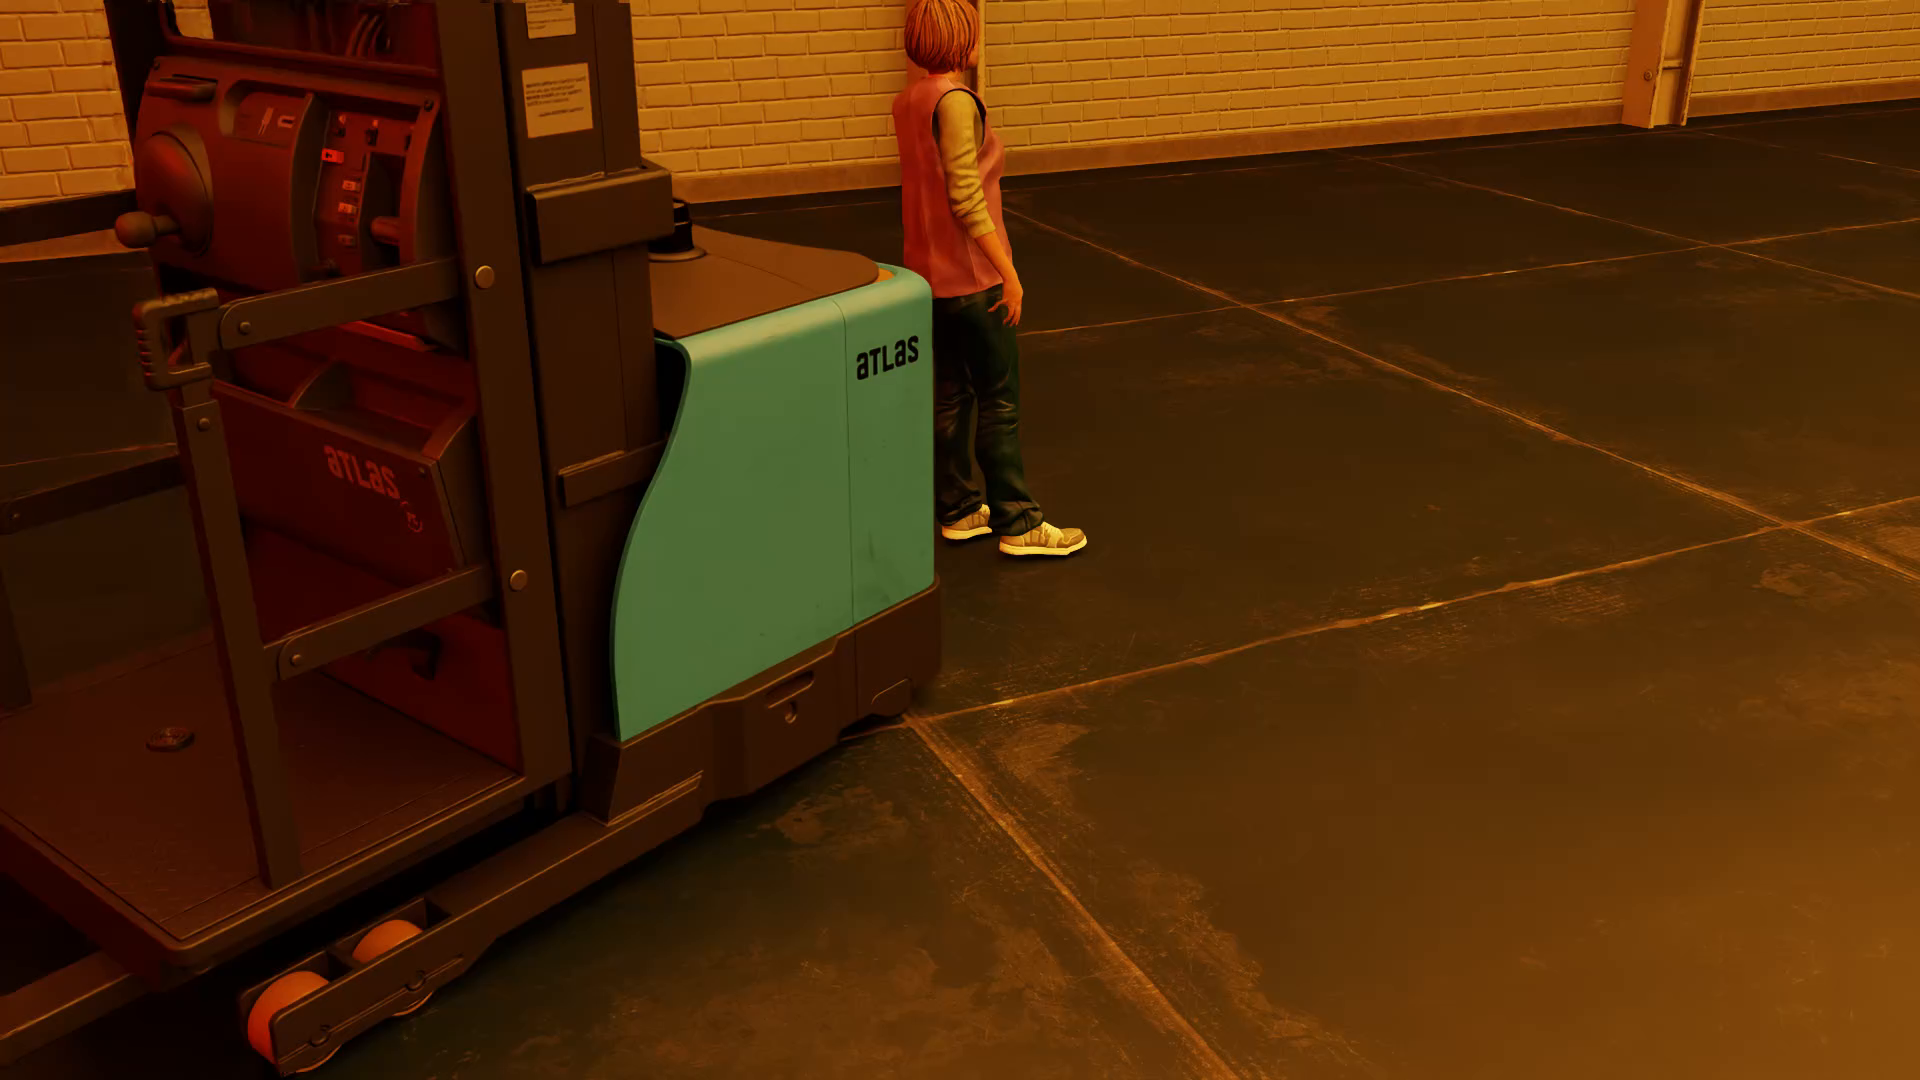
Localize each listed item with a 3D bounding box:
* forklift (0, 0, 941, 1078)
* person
[{"bbox_3d":[-1.359,-0.647,2.843,1.130,2.935,3.031,17,28,35],"label":"forklift"},{"bbox_3d":[0.073,-0.752,4.814,0.475,1.598,0.519,-10,25,-23],"label":"person"}]
